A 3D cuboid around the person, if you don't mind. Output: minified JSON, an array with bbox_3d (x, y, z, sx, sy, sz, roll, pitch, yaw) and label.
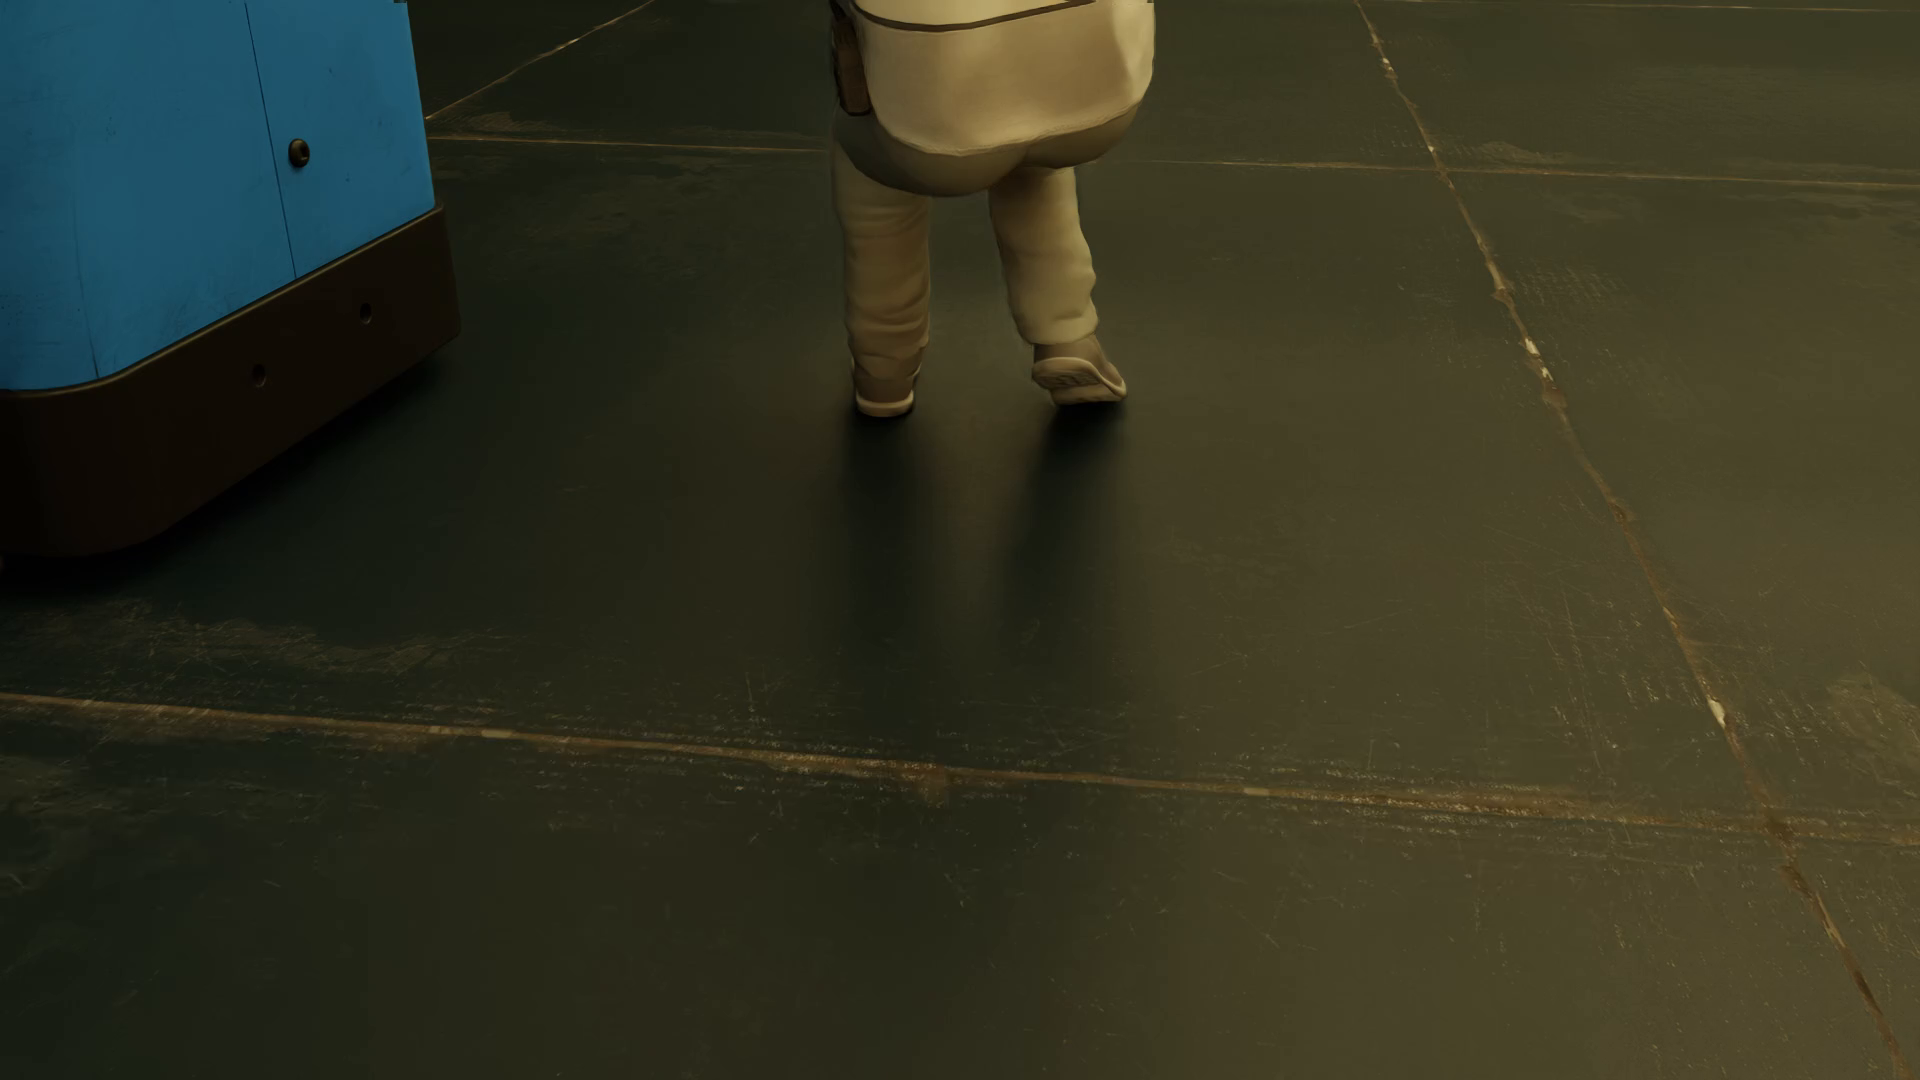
[{"bbox_3d":[-0.010,-0.853,2.495,0.980,1.532,0.871,-8,28,-16],"label":"person"}]

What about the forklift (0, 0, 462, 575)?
[{"bbox_3d":[-2.509,-1.595,2.413,3.031,2.935,1.130,6,27,12],"label":"forklift"}]
